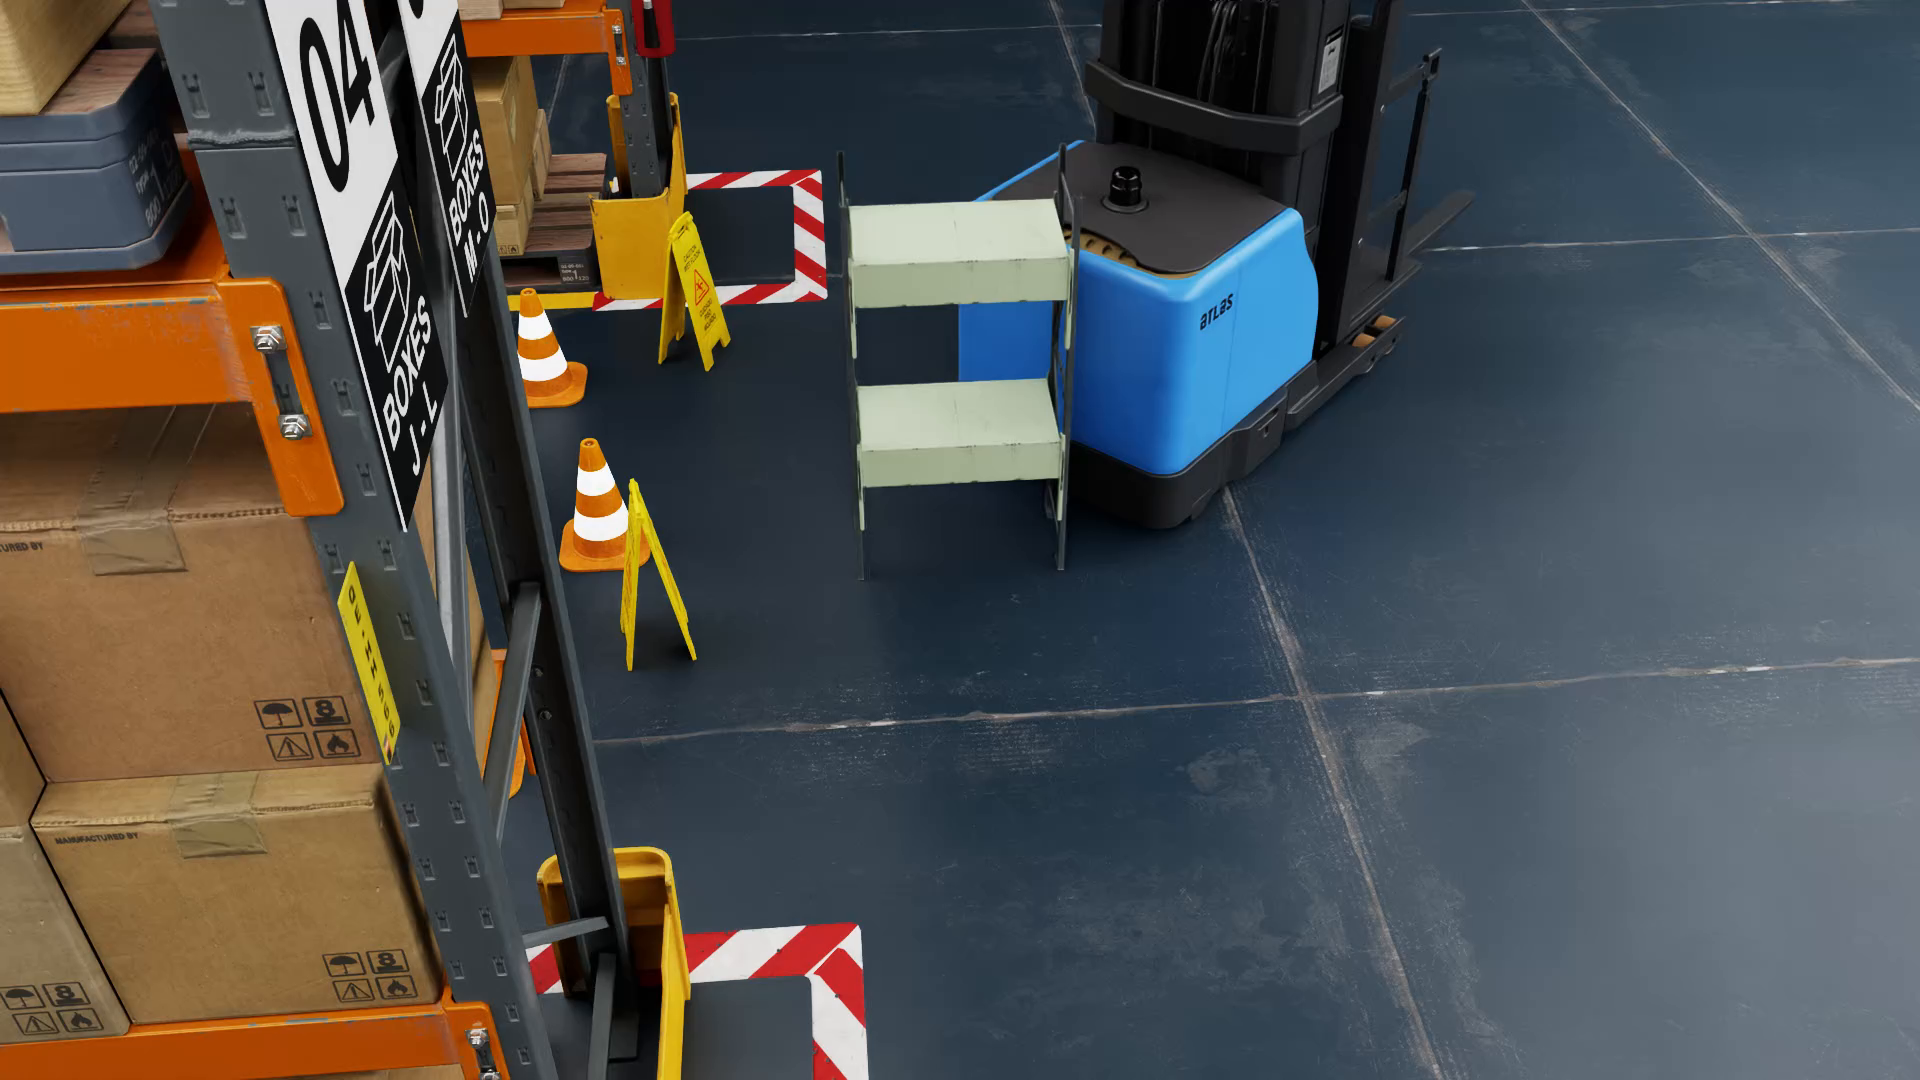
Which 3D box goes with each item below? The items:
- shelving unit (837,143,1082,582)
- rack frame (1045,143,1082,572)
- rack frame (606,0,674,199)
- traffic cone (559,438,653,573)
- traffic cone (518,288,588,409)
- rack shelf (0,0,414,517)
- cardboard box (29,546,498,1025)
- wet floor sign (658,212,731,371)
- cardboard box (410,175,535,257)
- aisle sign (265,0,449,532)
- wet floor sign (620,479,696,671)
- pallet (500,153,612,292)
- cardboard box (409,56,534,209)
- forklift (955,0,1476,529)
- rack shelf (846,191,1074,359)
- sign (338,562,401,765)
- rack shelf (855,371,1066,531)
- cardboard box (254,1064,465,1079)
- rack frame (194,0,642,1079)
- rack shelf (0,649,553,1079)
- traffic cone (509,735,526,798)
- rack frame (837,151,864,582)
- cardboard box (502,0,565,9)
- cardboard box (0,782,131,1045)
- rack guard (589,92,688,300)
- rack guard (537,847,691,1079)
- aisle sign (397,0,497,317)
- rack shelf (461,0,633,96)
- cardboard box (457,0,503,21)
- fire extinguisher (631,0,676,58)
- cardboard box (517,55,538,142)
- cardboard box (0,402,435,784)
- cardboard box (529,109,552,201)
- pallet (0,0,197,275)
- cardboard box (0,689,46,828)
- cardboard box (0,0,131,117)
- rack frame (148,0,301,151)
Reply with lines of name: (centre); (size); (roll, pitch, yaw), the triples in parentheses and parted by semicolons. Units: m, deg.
shelving unit: (-0.011, -0.579, 5.773); (0.755, 1.500, 0.431); (-3, 38, -4)
rack frame: (0.354, -0.597, 5.796); (0.023, 1.500, 0.400); (-3, 38, -4)
rack frame: (-1.447, -2.651, 7.188); (0.127, 3.000, 1.000); (-3, 38, -4)
traffic cone: (-1.324, -0.170, 6.091); (0.334, 0.463, 0.336); (-3, 38, -4)
traffic cone: (-1.761, -0.836, 6.936); (0.334, 0.463, 0.336); (-3, 38, -4)
rack shelf: (-2.900, -0.388, 2.479); (4.000, 0.370, 1.077); (-3, 38, -4)
cardboard box: (-1.274, 0.387, 3.217); (0.550, 0.550, 0.875); (-3, 38, -4)
wet floor sign: (-1.163, -1.077, 7.094); (0.232, 0.644, 0.267); (9, 39, 12)
cardboard box: (-2.252, -1.525, 7.642); (0.500, 0.250, 0.500); (-3, 38, -4)
aisle sign: (-0.811, -0.442, 2.290); (0.004, 0.787, 0.394); (-3, 38, -4)
wet floor sign: (-1.055, 0.098, 5.604); (0.232, 0.644, 0.267); (-9, 39, -12)
pallet: (-2.335, -1.530, 8.018); (1.213, 0.211, 1.003); (-3, 38, -4)
cardboard box: (-2.222, -1.826, 7.418); (0.500, 0.500, 0.500); (-3, 38, -4)
forklift: (1.287, -2.043, 6.473); (1.130, 2.935, 3.031); (26, 45, 29)
rack shelf: (-0.011, -0.885, 5.531); (0.720, 0.370, 0.431); (-3, 38, -4)
sign: (-0.874, 0.185, 2.467); (0.005, 0.325, 0.100); (-3, 38, -4)
rack shelf: (-0.011, -0.323, 5.975); (0.720, 0.370, 0.431); (-3, 38, -4)
cardboard box: (-1.578, 1.145, 3.754); (0.875, 0.875, 0.875); (-3, 38, -4)
rack frame: (-0.908, 0.397, 3.325); (0.127, 3.000, 1.000); (-3, 38, -4)
rack shelf: (-2.900, 0.790, 3.408); (4.000, 0.370, 1.077); (-3, 38, -4)
traffic cone: (-1.563, 0.546, 5.184); (0.334, 0.463, 0.336); (-3, 38, -4)
rack frame: (-0.376, -0.561, 5.750); (0.023, 1.500, 0.400); (-3, 38, -4)
cardboard box: (-1.801, -2.400, 7.073); (0.250, 0.149, 0.380); (-2, 38, -2)
cardboard box: (-1.820, 0.430, 3.162); (0.550, 0.550, 0.875); (-3, 38, -4)
rack guard: (-1.523, -1.666, 7.957); (0.348, 0.500, 1.175); (-3, 38, -4)
rack guard: (-0.884, 1.377, 4.101); (0.348, 0.500, 1.175); (-3, 38, -4)
aisle sign: (-0.864, -0.812, 2.759); (0.004, 0.787, 0.394); (-3, 38, -4)
rack shelf: (-3.439, -2.259, 7.272); (4.000, 0.370, 1.077); (-3, 38, -4)
cardboard box: (-2.043, -2.318, 6.969); (0.250, 0.149, 0.380); (-4, 38, -5)
fire extinguisher: (-1.292, -2.343, 6.860); (0.183, 0.674, 0.296); (-3, 38, -4)
cardboard box: (-2.299, -2.156, 7.836); (0.500, 0.500, 0.500); (-4, 38, -5)
cardboard box: (-1.281, -0.089, 2.948); (0.550, 0.550, 0.875); (-3, 38, -4)
cardboard box: (-2.275, -1.863, 8.070); (0.500, 0.250, 0.500); (-3, 38, -4)
pallet: (-1.646, -0.698, 2.363); (1.213, 0.211, 1.003); (-3, 38, -4)
cardboard box: (-1.821, -0.002, 2.838); (0.550, 0.550, 0.875); (-3, 38, -4)
cardboard box: (-1.209, -0.658, 2.024); (0.250, 0.149, 0.380); (-3, 38, -4)
rack frame: (-0.908, -1.958, 1.466); (0.127, 3.000, 1.000); (-3, 38, -4)
